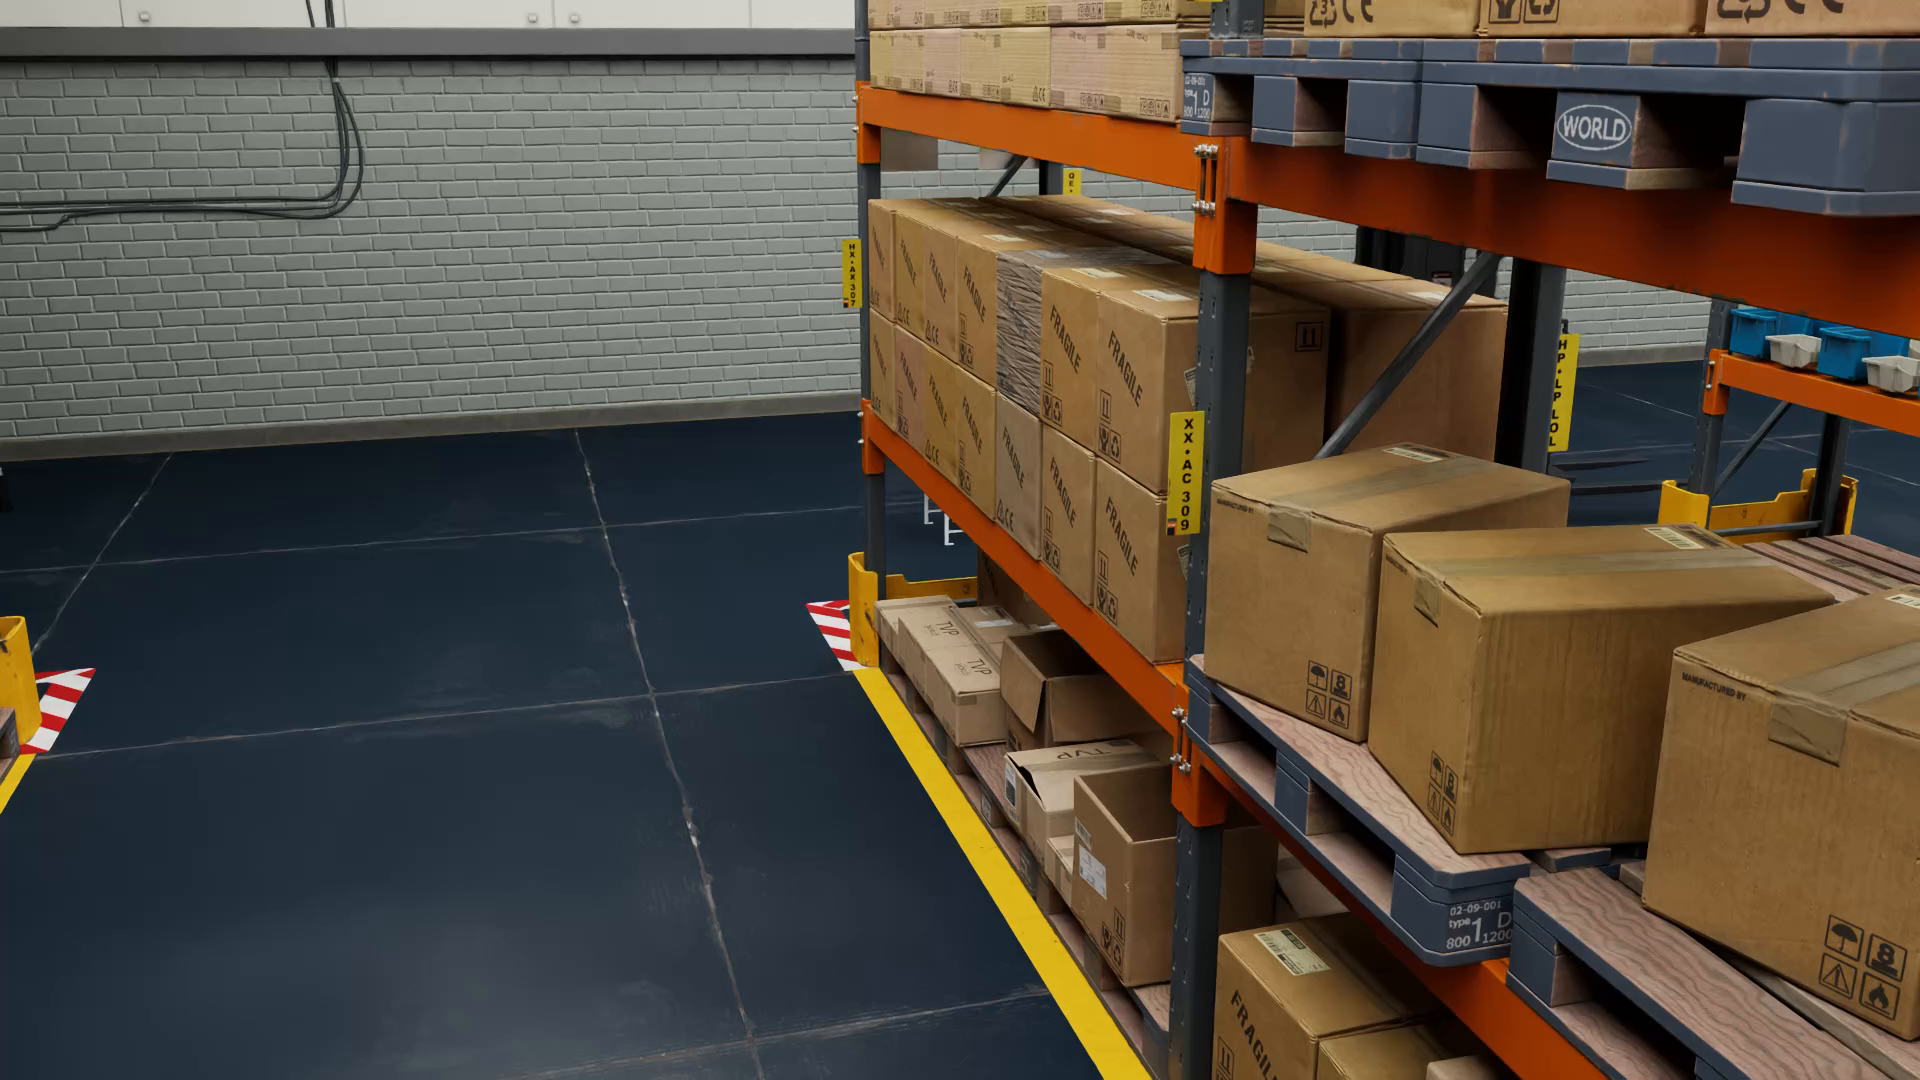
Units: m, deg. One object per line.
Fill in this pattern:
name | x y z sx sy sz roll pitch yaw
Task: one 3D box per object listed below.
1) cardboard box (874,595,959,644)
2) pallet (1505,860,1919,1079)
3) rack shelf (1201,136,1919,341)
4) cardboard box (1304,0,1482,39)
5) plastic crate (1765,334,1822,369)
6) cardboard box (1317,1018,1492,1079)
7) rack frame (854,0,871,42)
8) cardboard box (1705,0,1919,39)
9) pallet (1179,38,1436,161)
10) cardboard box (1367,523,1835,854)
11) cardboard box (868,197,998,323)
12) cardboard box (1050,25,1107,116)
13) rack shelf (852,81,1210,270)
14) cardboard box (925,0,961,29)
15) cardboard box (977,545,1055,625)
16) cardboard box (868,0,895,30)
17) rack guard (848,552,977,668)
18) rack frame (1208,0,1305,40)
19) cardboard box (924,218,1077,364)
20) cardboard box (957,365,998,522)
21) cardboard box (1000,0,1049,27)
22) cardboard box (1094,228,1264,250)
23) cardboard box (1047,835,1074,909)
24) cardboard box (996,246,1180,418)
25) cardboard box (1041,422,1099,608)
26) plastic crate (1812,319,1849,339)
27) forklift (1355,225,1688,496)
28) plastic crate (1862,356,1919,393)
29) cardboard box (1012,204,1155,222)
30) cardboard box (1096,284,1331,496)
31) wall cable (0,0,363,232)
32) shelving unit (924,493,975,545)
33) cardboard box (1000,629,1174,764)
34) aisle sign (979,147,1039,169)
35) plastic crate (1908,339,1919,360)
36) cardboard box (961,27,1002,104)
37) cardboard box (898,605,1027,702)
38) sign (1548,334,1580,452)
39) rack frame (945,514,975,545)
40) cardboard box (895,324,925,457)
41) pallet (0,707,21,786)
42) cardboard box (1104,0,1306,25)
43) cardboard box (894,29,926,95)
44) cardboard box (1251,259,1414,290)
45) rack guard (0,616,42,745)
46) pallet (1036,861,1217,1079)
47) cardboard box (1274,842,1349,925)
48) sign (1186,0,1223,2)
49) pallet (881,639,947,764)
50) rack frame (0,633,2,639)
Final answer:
cardboard box | -0.208 0.389 8.132 0.380 0.149 0.250 -5 17 -15
pallet | 1.667 0.859 2.712 1.003 0.211 1.213 -5 17 -15
rack shelf | 1.656 -0.341 2.408 1.077 0.370 4.000 -5 17 -15
cardboard box | 1.174 -1.390 3.574 0.600 0.600 0.600 -6 18 -20
plastic crate | 4.530 -1.012 8.960 0.250 0.136 0.298 -5 17 -15
cardboard box | 1.162 1.484 3.877 0.500 0.500 0.500 -4 17 -14
rack frame | 0.007 -3.781 7.398 1.000 3.000 0.127 -5 17 -15
cardboard box | 1.543 -1.021 2.347 0.600 0.600 0.600 -5 18 -17
pallet | 1.218 -0.962 3.555 1.213 0.211 1.003 -5 17 -15
cardboard box | 1.271 0.283 3.392 0.700 0.500 0.500 -2 17 -6
cardboard box | -0.125 -1.291 7.625 0.500 0.500 0.500 -4 17 -14
cardboard box | 0.590 -1.419 5.009 0.500 0.250 0.500 -5 17 -15
rack shelf | 0.557 -1.447 6.092 1.077 0.370 4.000 -5 17 -15
cardboard box | 0.172 -2.073 6.317 0.500 0.250 0.500 -5 17 -15
cardboard box | 0.393 0.209 8.122 0.500 0.500 0.500 -5 17 -15
cardboard box | -0.102 -2.350 7.238 0.500 0.250 0.500 -5 17 -15
rack guard | 0.028 0.310 8.551 1.175 0.500 0.348 -5 17 -15
rack frame | 1.106 -2.675 3.715 1.000 3.000 0.127 -5 17 -15
cardboard box | 0.159 -1.009 6.684 0.500 0.500 0.500 -4 17 -14
cardboard box | 0.293 -0.393 6.372 0.500 0.500 0.500 -4 17 -15
cardboard box | 0.442 -1.796 5.395 0.500 0.250 0.500 -5 17 -15
cardboard box | 0.821 -0.909 6.352 0.500 0.500 0.500 -4 17 -14
cardboard box | 0.516 1.119 5.704 0.380 0.149 0.250 -5 17 -15
cardboard box | 0.437 -0.729 5.753 0.500 0.500 0.500 -5 17 -15
cardboard box | 0.579 -0.110 5.431 0.500 0.500 0.500 -4 17 -14
plastic crate | 5.042 -1.267 9.289 0.616 0.435 0.499 -5 17 -15
forklift | 3.344 -1.589 10.646 3.031 2.935 1.130 -3 17 -10
plastic crate | 4.717 -0.824 8.335 0.250 0.136 0.298 -5 17 -15
cardboard box | 0.533 -1.194 7.301 0.500 0.500 0.500 -4 17 -14
cardboard box | 0.718 -0.448 4.817 0.500 0.500 0.500 -5 17 -15
wall cable | -5.966 -3.494 11.840 3.097 2.526 0.112 -5 17 -15
shelving unit | -0.045 -0.620 10.432 0.258 1.200 0.503 -5 17 -15
cardboard box | 0.585 0.664 6.603 0.797 0.503 0.637 -5 17 -15
aisle sign | 0.283 -2.196 8.031 0.394 0.787 0.004 -5 17 -15
plastic crate | 5.169 -0.990 8.888 0.396 0.136 0.243 -5 17 -15
cardboard box | 0.311 -1.695 5.929 0.500 0.250 0.500 -5 17 -15
cardboard box | 0.021 0.509 7.558 0.500 0.250 0.500 -5 17 -15
sign | 1.639 -0.401 4.561 0.100 0.325 0.005 -5 17 -15
rack frame | 0.022 -0.553 10.207 0.240 1.200 0.015 -5 17 -15
cardboard box | 0.022 -0.670 7.295 0.500 0.500 0.500 -5 17 -16
pallet | -4.460 1.035 6.640 1.003 0.211 1.213 -5 17 -15
cardboard box | 0.711 -1.519 4.473 0.500 0.250 0.500 -5 17 -15
cardboard box | 0.029 -1.971 6.848 0.500 0.250 0.500 -5 17 -15
cardboard box | 1.105 -0.624 5.403 0.500 0.500 0.500 -5 18 -17
rack guard | -4.762 0.675 7.336 1.175 0.500 0.348 -5 17 -15
pallet | 0.918 1.344 5.612 1.003 0.211 1.213 -5 17 -15
cardboard box | 1.199 1.142 5.345 0.500 0.311 0.500 -5 17 -15
sign | 0.587 -1.441 3.922 0.100 0.325 0.005 -5 17 -15
pallet | 0.248 0.669 7.859 1.003 0.211 1.213 -5 17 -15
rack frame | -4.755 -0.516 6.954 1.000 3.000 0.127 -5 17 -15
